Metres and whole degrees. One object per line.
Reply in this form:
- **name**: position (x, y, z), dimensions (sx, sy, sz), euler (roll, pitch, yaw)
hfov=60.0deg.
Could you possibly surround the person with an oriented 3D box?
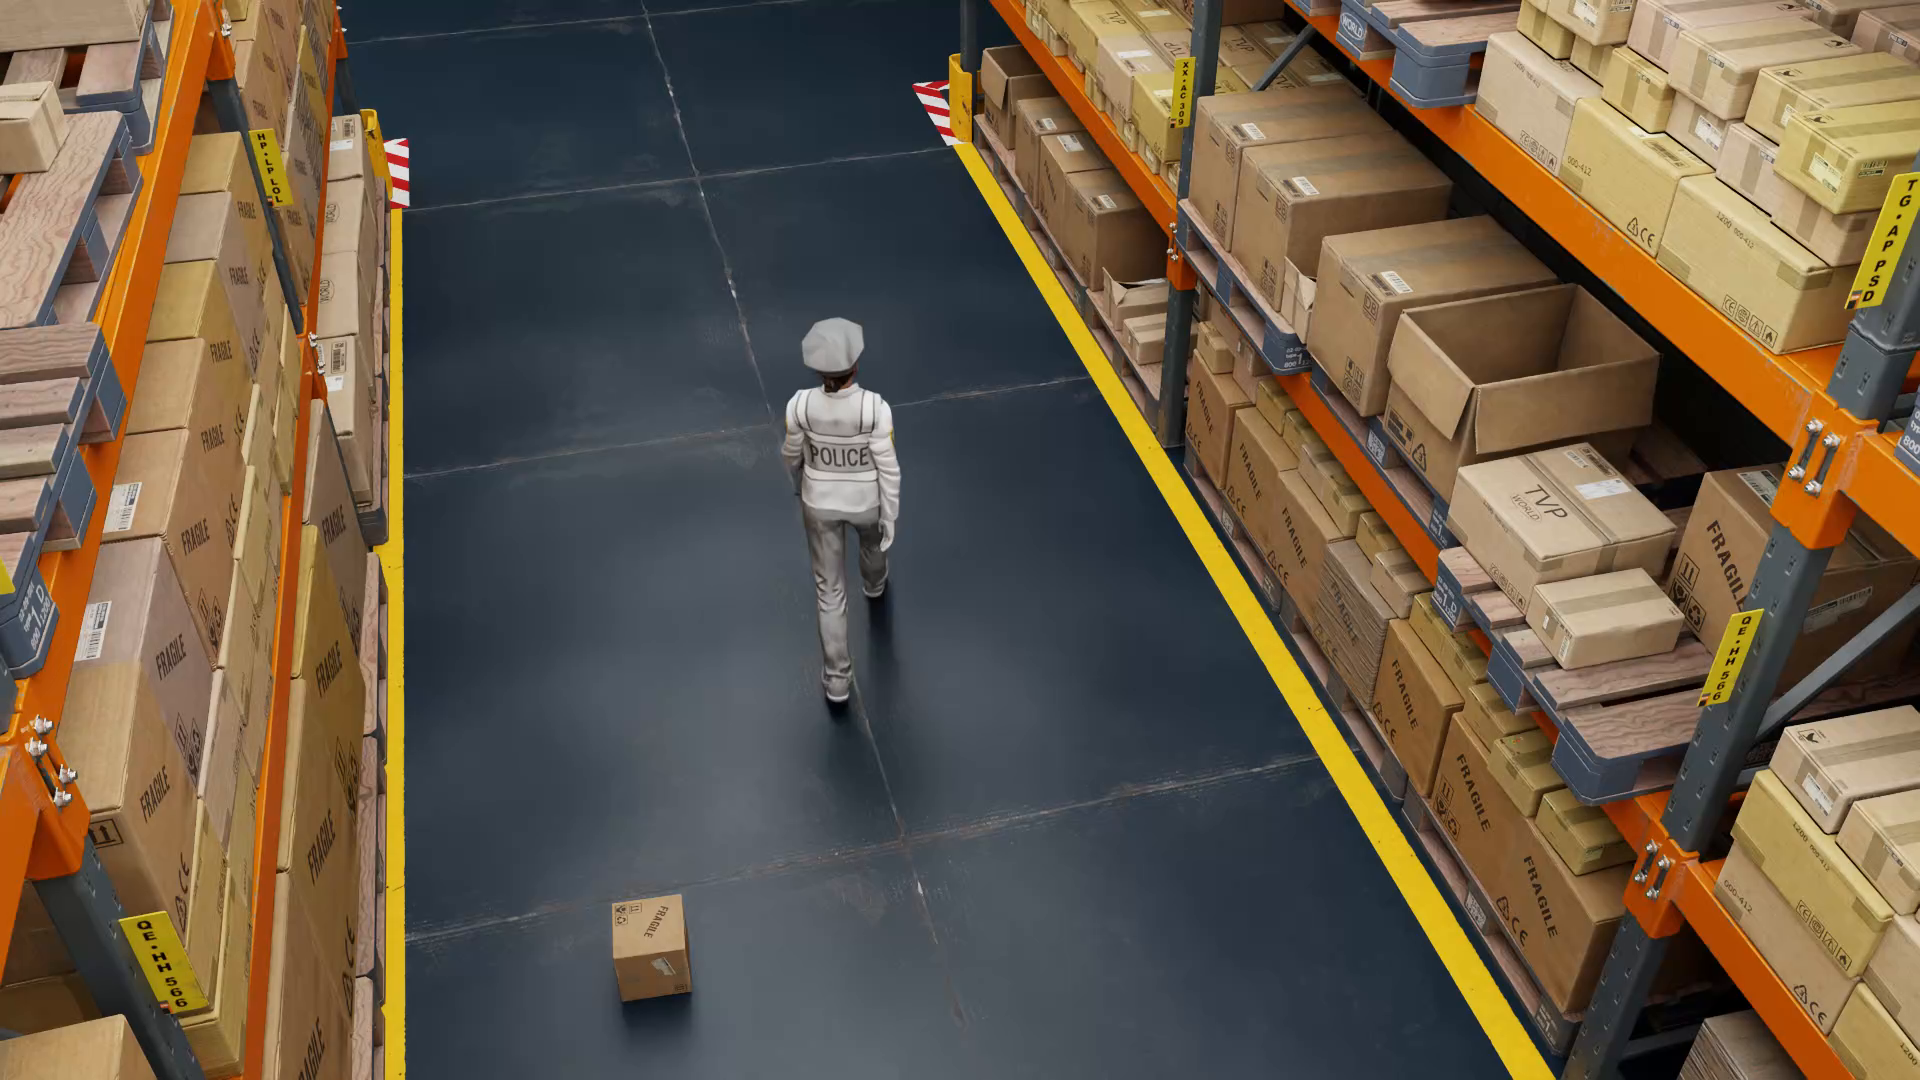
- **person**: position (-0.488, -0.230, 6.957), dimensions (0.496, 1.621, 1.011), euler (0, 38, 0)
